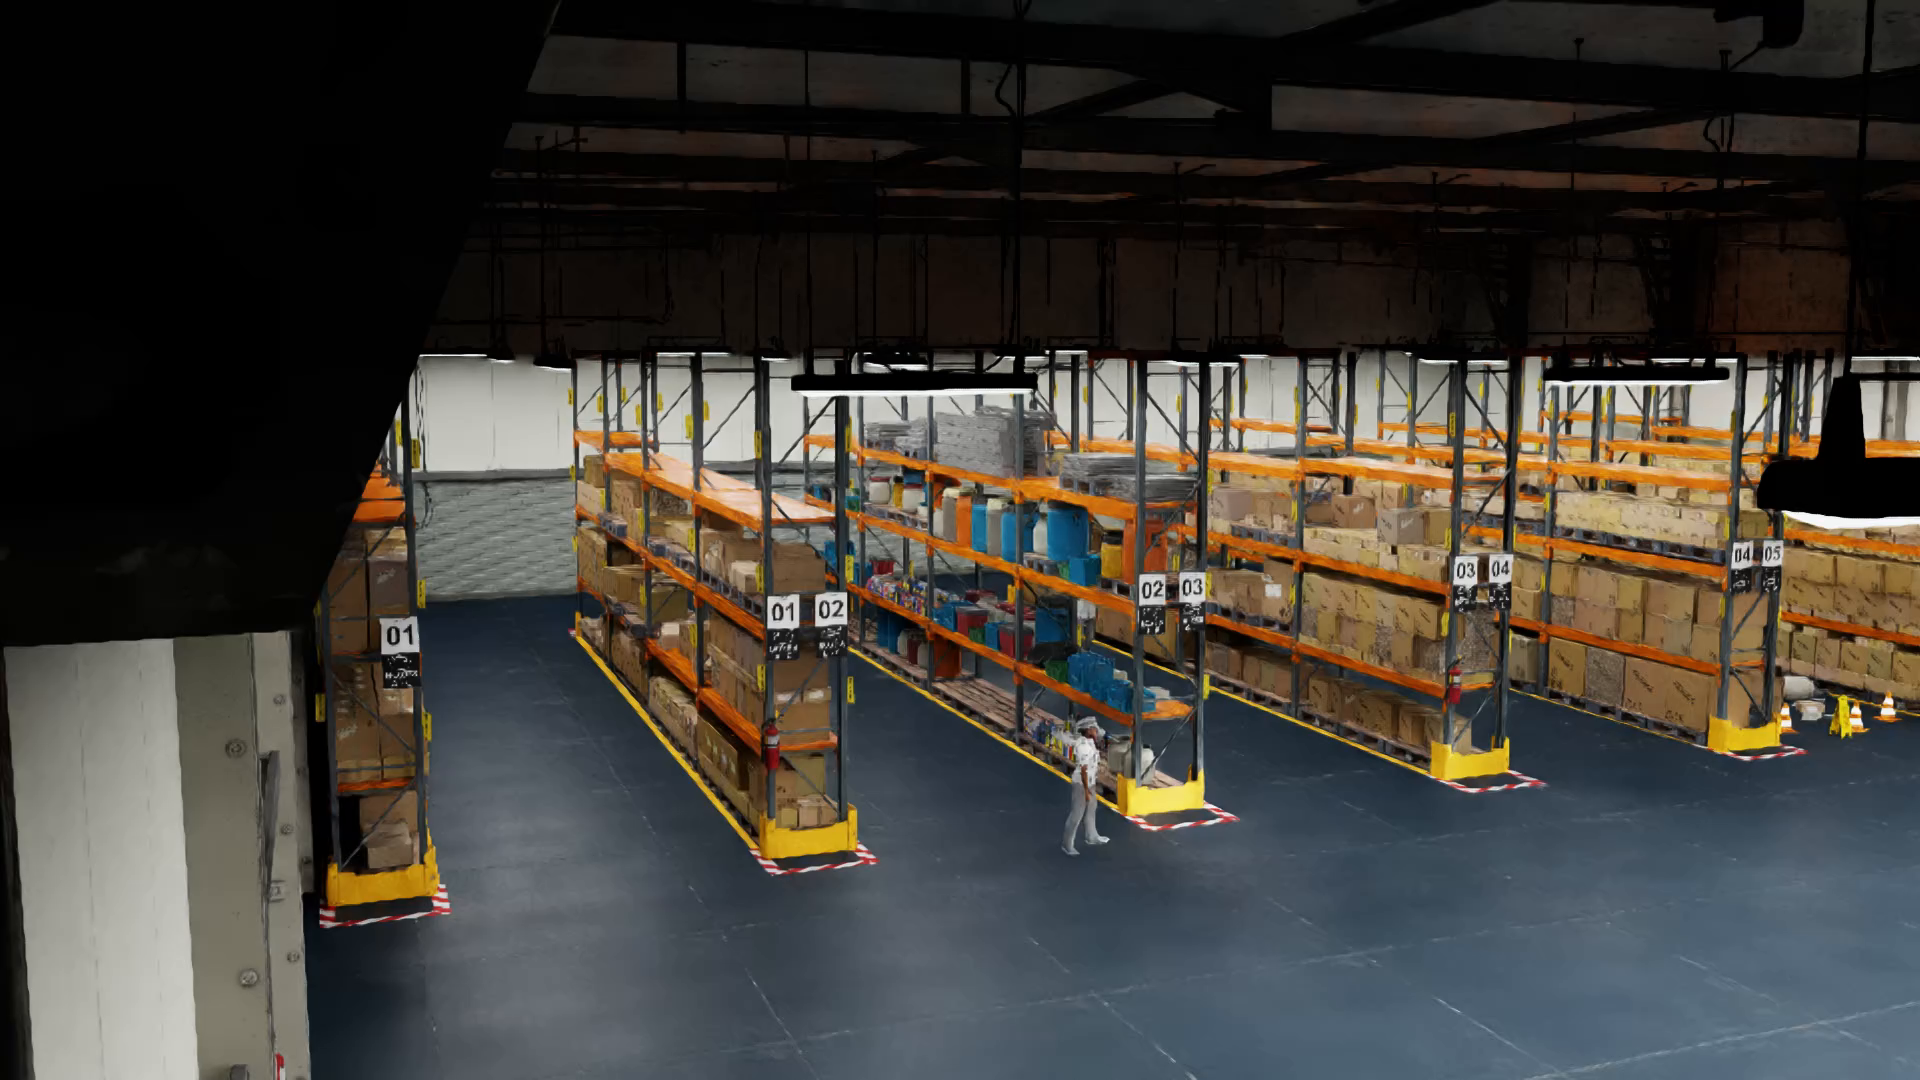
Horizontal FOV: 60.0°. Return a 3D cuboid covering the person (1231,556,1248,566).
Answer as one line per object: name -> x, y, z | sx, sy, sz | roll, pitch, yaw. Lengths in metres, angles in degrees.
person -> 7.553, -0.192, 45.423 | 0.619, 1.763, 0.537 | 2, 7, 14

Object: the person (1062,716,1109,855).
person -> 1.535, 2.966, 20.363 | 0.522, 1.673, 0.683 | 1, 7, 12

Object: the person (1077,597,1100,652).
person -> 2.426, 1.467, 32.337 | 0.676, 1.726, 0.572 | -3, 8, -22
